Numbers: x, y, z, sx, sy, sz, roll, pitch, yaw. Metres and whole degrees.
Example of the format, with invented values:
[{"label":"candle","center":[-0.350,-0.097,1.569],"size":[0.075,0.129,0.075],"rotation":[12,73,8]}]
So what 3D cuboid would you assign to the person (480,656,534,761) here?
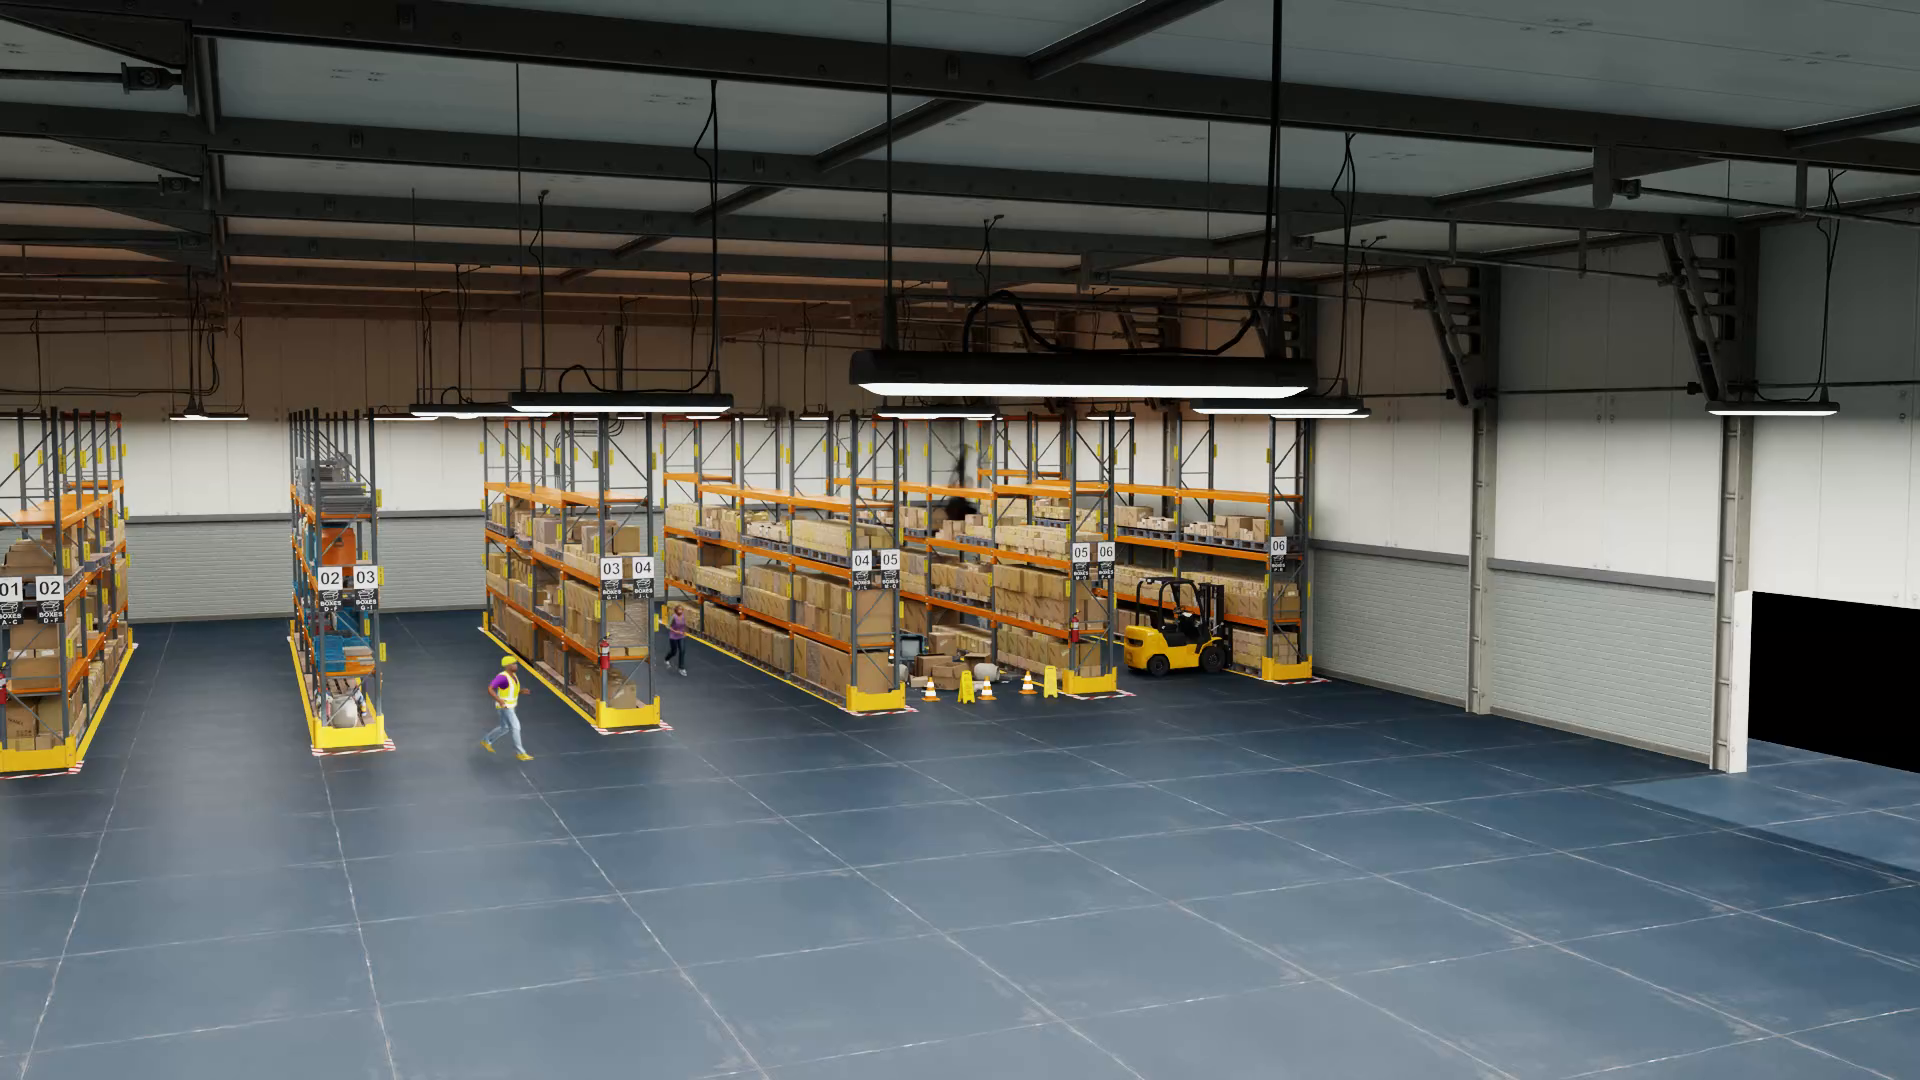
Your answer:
[{"label":"person","center":[-7.735,2.856,28.265],"size":[0.982,1.778,0.716],"rotation":[0,4,4]}]

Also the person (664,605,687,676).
[{"label":"person","center":[-6.496,2.264,38.060],"size":[0.563,1.593,0.921],"rotation":[-4,5,-42]}]

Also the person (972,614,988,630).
[{"label":"person","center":[0.542,1.633,46.050],"size":[0.646,1.724,0.658],"rotation":[-2,5,-32]}]
